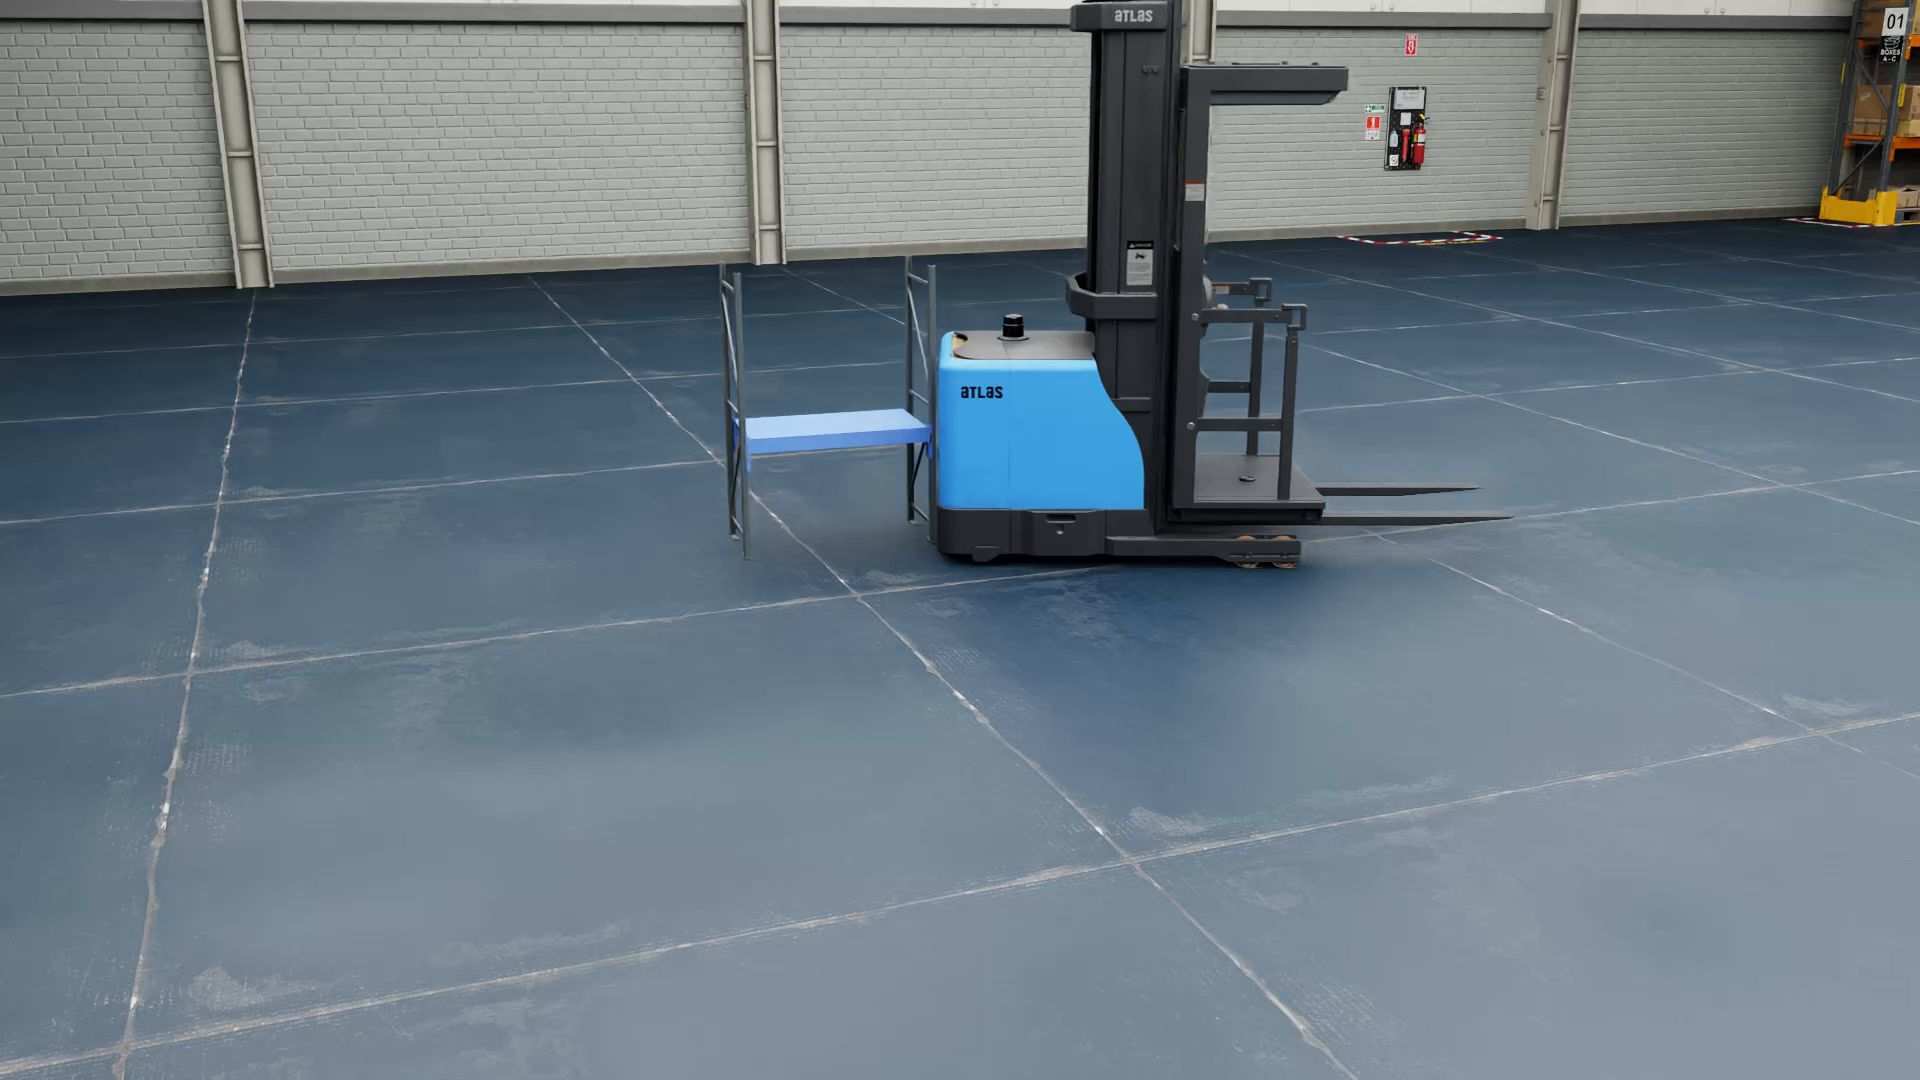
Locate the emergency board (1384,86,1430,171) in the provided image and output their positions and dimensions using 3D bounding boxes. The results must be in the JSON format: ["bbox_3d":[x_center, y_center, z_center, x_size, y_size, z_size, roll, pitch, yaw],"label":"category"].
[{"bbox_3d":[6.462,-5.909,23.895,0.643,1.169,0.194,-6,17,-20],"label":"emergency board"}]

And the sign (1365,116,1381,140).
[{"bbox_3d":[5.909,-5.897,23.793,0.234,0.329,0.001,-6,17,-20],"label":"sign"}]

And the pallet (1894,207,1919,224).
[{"bbox_3d":[14.884,-5.197,26.421,1.213,0.211,1.003,-6,17,-20],"label":"pallet"}]

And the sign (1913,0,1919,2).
[{"bbox_3d":[14.236,-8.170,24.722,0.005,0.325,0.100,-6,17,-20],"label":"sign"}]

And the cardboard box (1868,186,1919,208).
[{"bbox_3d":[14.720,-5.422,26.228,0.500,0.311,0.500,-8,18,-26],"label":"cardboard box"}]

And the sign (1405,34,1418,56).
[{"bbox_3d":[6.419,-7.046,23.655,0.199,0.298,0.001,-6,17,-20],"label":"sign"}]

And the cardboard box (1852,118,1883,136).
[{"bbox_3d":[14.409,-6.490,26.107,0.500,0.250,0.500,-6,17,-19],"label":"cardboard box"}]

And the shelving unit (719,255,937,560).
[{"bbox_3d":[-0.700,-0.723,8.899,1.048,1.500,0.538,-5,17,-16],"label":"shelving unit"}]

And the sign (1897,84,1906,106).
[{"bbox_3d":[14.236,-6.727,25.146,0.005,0.325,0.100,-6,17,-20],"label":"sign"}]

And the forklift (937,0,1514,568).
[{"bbox_3d":[1.397,-1.410,8.698,3.031,2.935,1.130,0,16,0],"label":"forklift"}]

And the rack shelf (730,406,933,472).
[{"bbox_3d":[-0.700,-0.551,8.950,1.000,0.185,0.538,-5,17,-16],"label":"rack shelf"}]

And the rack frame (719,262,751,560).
[{"bbox_3d":[-1.186,-0.681,8.757,0.032,1.500,0.500,-5,17,-16],"label":"rack frame"}]

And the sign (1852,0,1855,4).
[{"bbox_3d":[13.862,-8.467,25.711,0.005,0.325,0.100,-6,17,-20],"label":"sign"}]

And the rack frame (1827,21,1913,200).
[{"bbox_3d":[14.042,-6.455,25.754,0.127,3.000,1.000,-6,17,-20],"label":"rack frame"}]

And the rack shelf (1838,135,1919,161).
[{"bbox_3d":[15.909,-6.311,26.542,4.000,0.370,1.077,-6,17,-20],"label":"rack shelf"}]

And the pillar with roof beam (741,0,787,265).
[{"bbox_3d":[-0.882,-6.684,15.887,0.400,9.000,9.100,-6,17,-20],"label":"pillar with roof beam"}]

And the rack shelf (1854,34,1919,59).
[{"bbox_3d":[15.909,-7.750,26.120,4.000,0.370,1.077,-6,17,-20],"label":"rack shelf"}]

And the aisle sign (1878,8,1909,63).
[{"bbox_3d":[14.082,-7.616,25.095,0.004,0.787,0.394,-6,17,-20],"label":"aisle sign"}]

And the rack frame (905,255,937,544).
[{"bbox_3d":[-0.214,-0.765,9.042,0.032,1.500,0.500,-5,17,-16],"label":"rack frame"}]

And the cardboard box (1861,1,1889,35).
[{"bbox_3d":[14.341,-8.060,25.685,0.500,0.500,0.500,-5,17,-16],"label":"cardboard box"}]

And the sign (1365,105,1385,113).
[{"bbox_3d":[5.916,-6.150,23.712,0.331,0.109,0.001,-6,17,-20],"label":"sign"}]

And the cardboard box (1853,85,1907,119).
[{"bbox_3d":[14.406,-6.855,26.019,0.500,0.500,0.500,-6,18,-21],"label":"cardboard box"}]

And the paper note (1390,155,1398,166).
[{"bbox_3d":[6.272,-5.486,24.021,0.142,0.148,0.016,-6,17,-20],"label":"paper note"}]

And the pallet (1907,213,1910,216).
[{"bbox_3d":[16.021,-5.319,26.836,1.213,0.211,1.003,-6,17,-20],"label":"pallet"}]

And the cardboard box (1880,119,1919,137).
[{"bbox_3d":[14.611,-6.358,25.656,0.500,0.250,0.500,-7,18,-22],"label":"cardboard box"}]

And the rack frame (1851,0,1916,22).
[{"bbox_3d":[14.042,-9.333,24.909,0.127,3.000,1.000,-6,17,-20],"label":"rack frame"}]

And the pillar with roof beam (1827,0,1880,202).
[{"bbox_3d":[15.926,-8.498,22.067,0.400,9.000,9.100,-6,17,-20],"label":"pillar with roof beam"}]

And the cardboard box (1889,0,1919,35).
[{"bbox_3d":[14.443,-7.919,25.206,0.500,0.500,0.500,-6,17,-19],"label":"cardboard box"}]

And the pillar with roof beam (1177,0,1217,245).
[{"bbox_3d":[4.721,-7.289,17.947,0.400,9.000,9.100,-6,17,-20],"label":"pillar with roof beam"}]

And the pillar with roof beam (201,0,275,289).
[{"bbox_3d":[-6.485,-6.079,13.827,0.400,9.000,9.100,-6,17,-20],"label":"pillar with roof beam"}]

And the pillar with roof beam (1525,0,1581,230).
[{"bbox_3d":[10.323,-7.894,20.007,0.400,9.000,9.100,-6,17,-20],"label":"pillar with roof beam"}]

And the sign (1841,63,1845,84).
[{"bbox_3d":[13.862,-7.310,26.051,0.005,0.325,0.100,-6,17,-20],"label":"sign"}]

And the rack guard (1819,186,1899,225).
[{"bbox_3d":[14.113,-5.263,26.133,0.348,0.500,1.175,-6,17,-20],"label":"rack guard"}]

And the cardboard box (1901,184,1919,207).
[{"bbox_3d":[15.252,-5.479,26.424,0.500,0.311,0.500,-5,17,-15],"label":"cardboard box"}]

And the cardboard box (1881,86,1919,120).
[{"bbox_3d":[14.595,-6.721,25.562,0.500,0.500,0.500,-6,17,-20],"label":"cardboard box"}]
